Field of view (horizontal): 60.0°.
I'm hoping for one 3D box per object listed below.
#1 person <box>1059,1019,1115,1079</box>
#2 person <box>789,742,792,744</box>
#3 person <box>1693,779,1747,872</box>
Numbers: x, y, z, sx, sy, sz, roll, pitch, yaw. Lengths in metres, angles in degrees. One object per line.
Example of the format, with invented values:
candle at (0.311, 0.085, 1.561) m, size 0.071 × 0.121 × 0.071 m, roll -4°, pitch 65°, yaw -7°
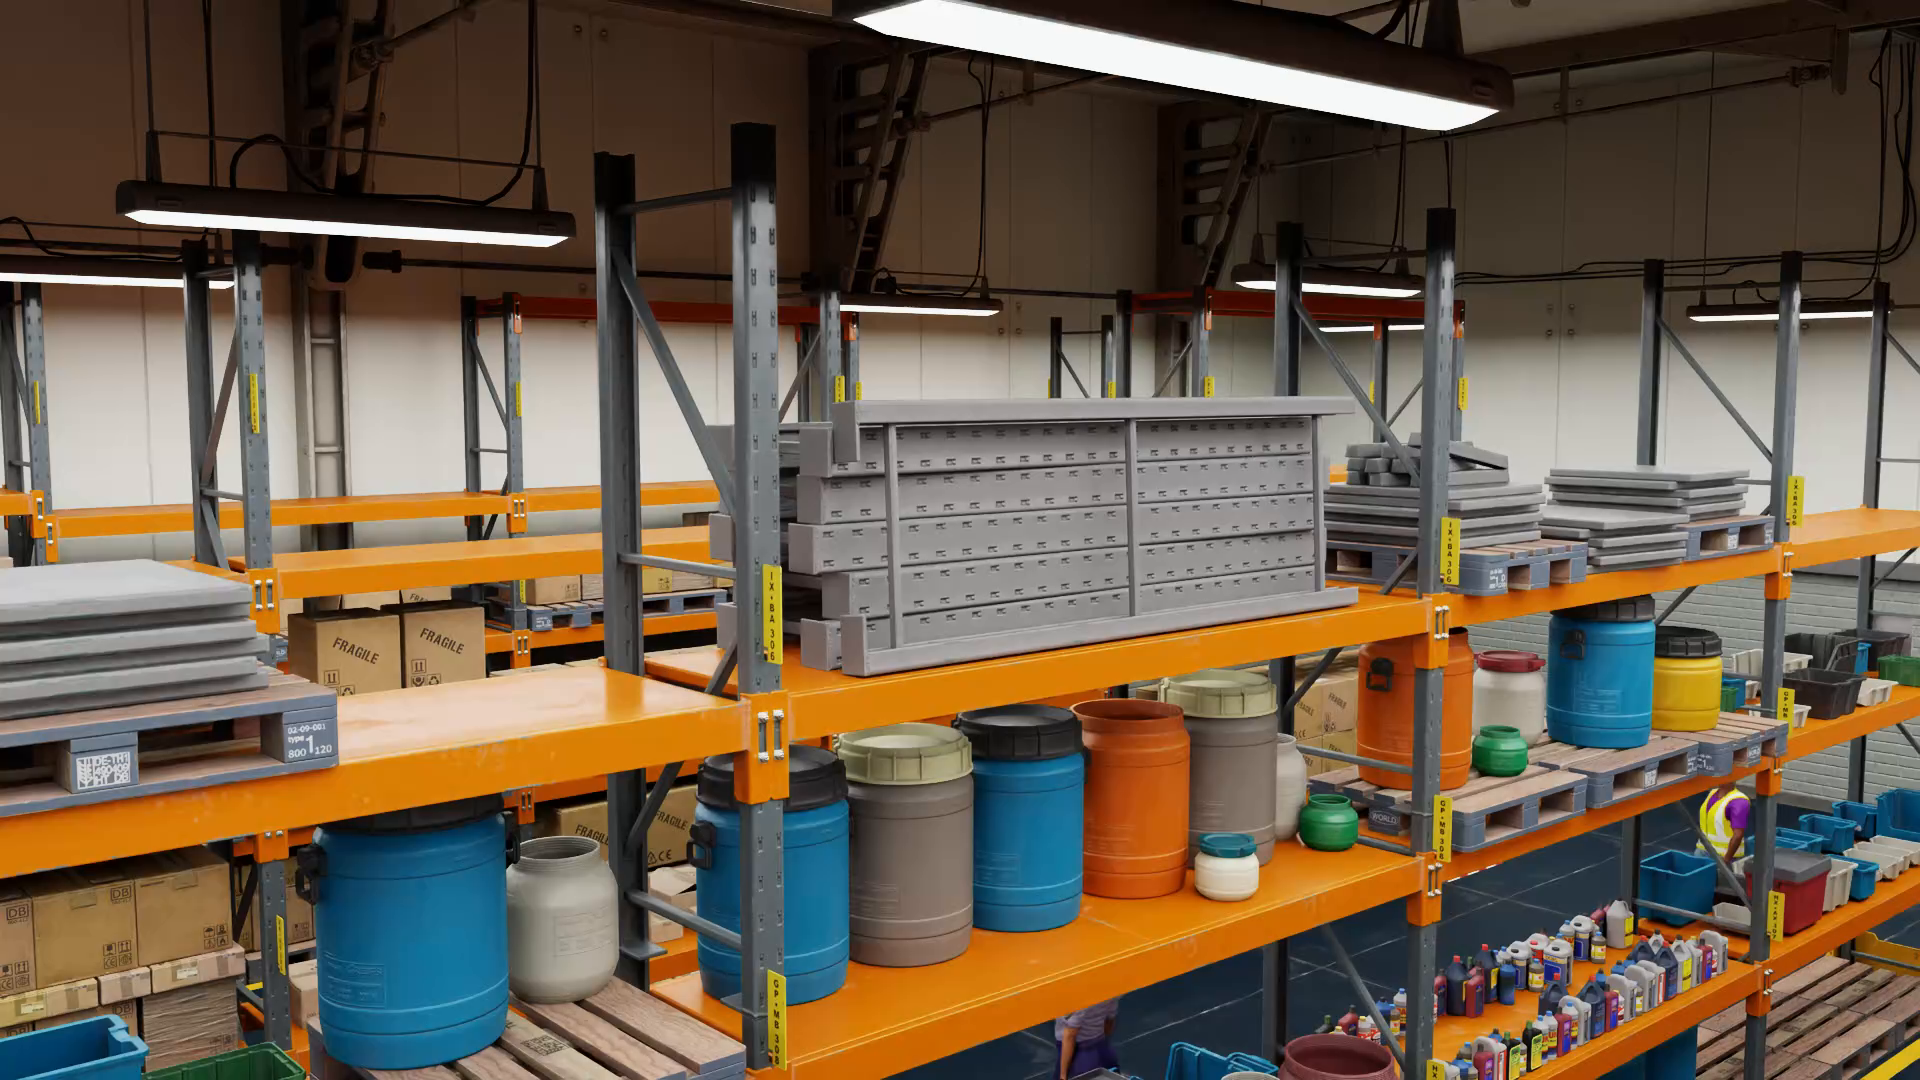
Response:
person at (0.722, 3.353, 10.583) m, size 0.403 × 1.663 × 0.592 m, roll 4°, pitch 7°, yaw 38°
person at (-1.639, 2.771, 16.294) m, size 0.443 × 1.686 × 0.475 m, roll 0°, pitch 5°, yaw 3°
person at (7.012, 2.857, 15.274) m, size 0.913 × 1.729 × 0.557 m, roll -3°, pitch 6°, yaw -26°
